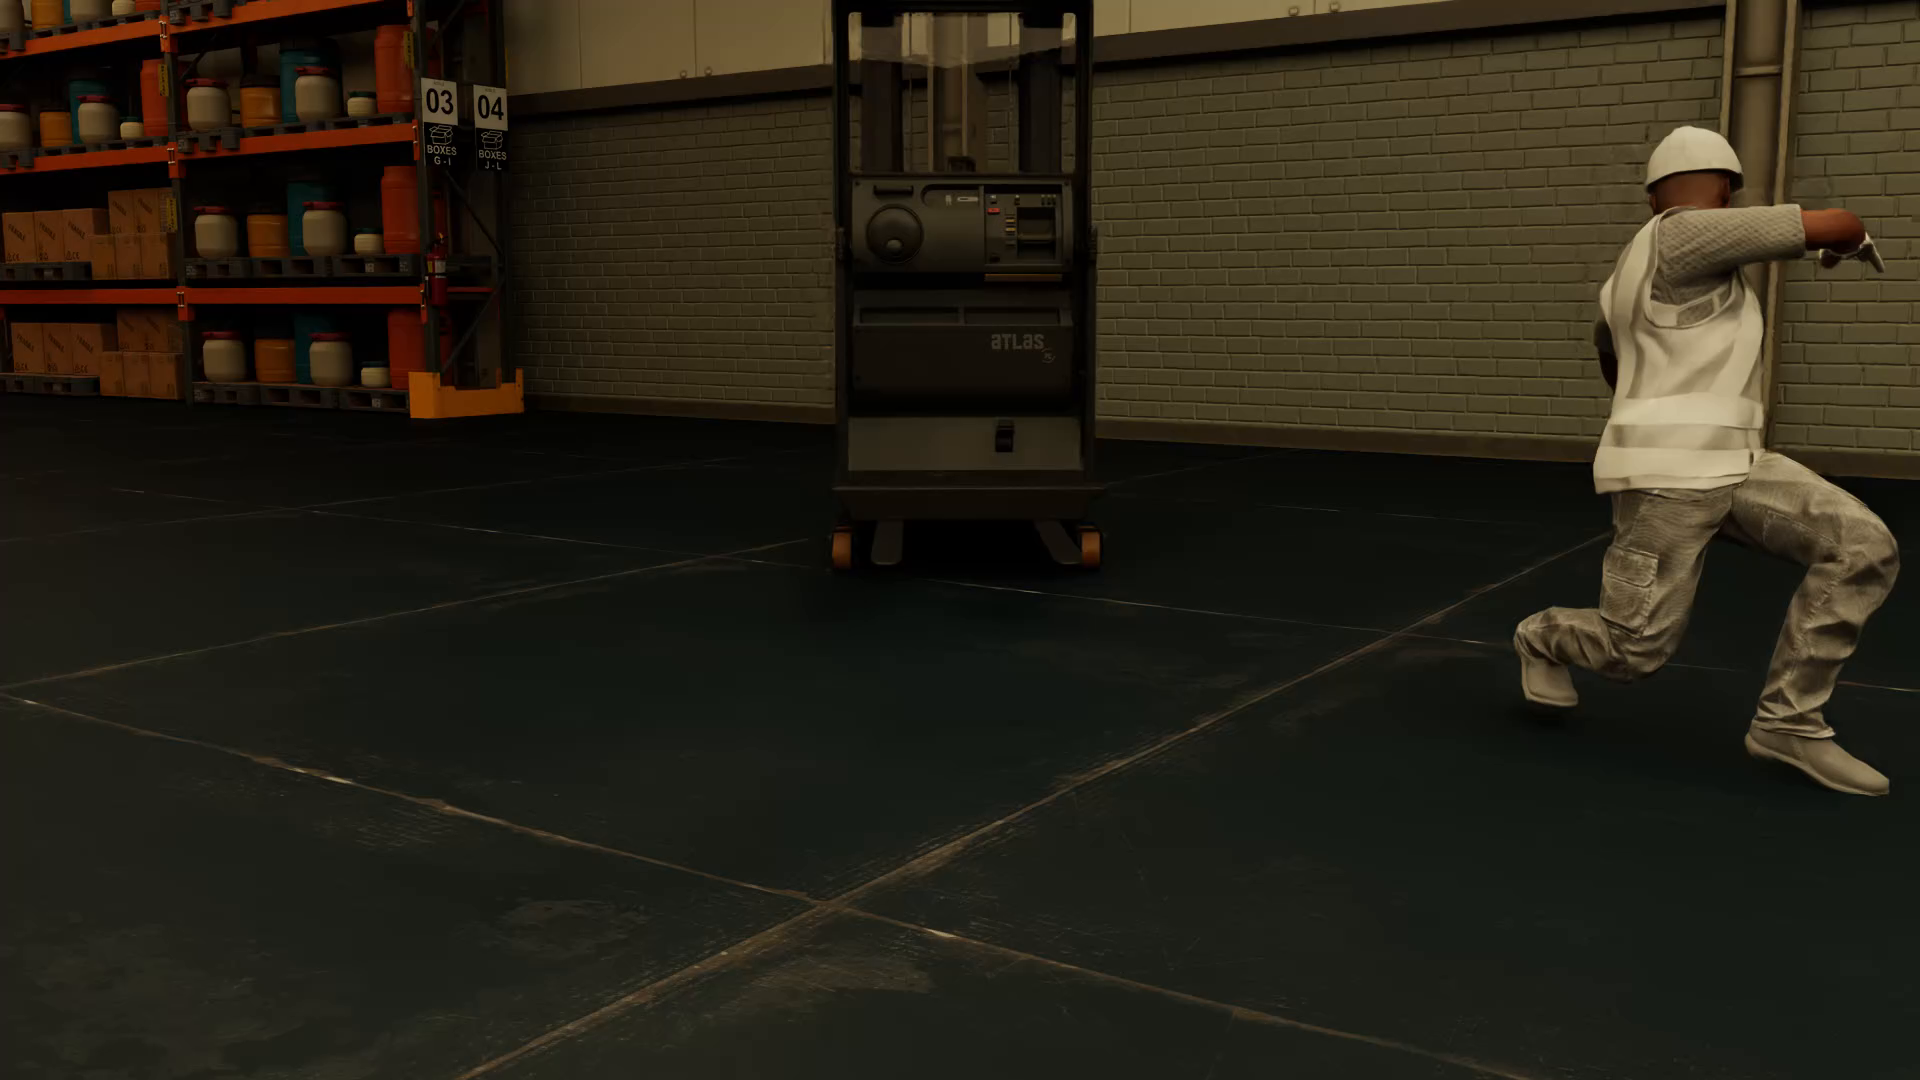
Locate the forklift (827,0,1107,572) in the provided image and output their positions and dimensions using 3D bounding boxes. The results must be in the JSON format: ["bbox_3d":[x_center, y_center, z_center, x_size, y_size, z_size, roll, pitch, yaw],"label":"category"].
[{"bbox_3d":[0.018,-1.365,6.793,1.130,2.935,3.031,0,8,-1],"label":"forklift"}]

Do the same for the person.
[{"bbox_3d":[1.858,-0.242,4.050,0.857,1.501,0.993,-7,11,-40],"label":"person"}]
